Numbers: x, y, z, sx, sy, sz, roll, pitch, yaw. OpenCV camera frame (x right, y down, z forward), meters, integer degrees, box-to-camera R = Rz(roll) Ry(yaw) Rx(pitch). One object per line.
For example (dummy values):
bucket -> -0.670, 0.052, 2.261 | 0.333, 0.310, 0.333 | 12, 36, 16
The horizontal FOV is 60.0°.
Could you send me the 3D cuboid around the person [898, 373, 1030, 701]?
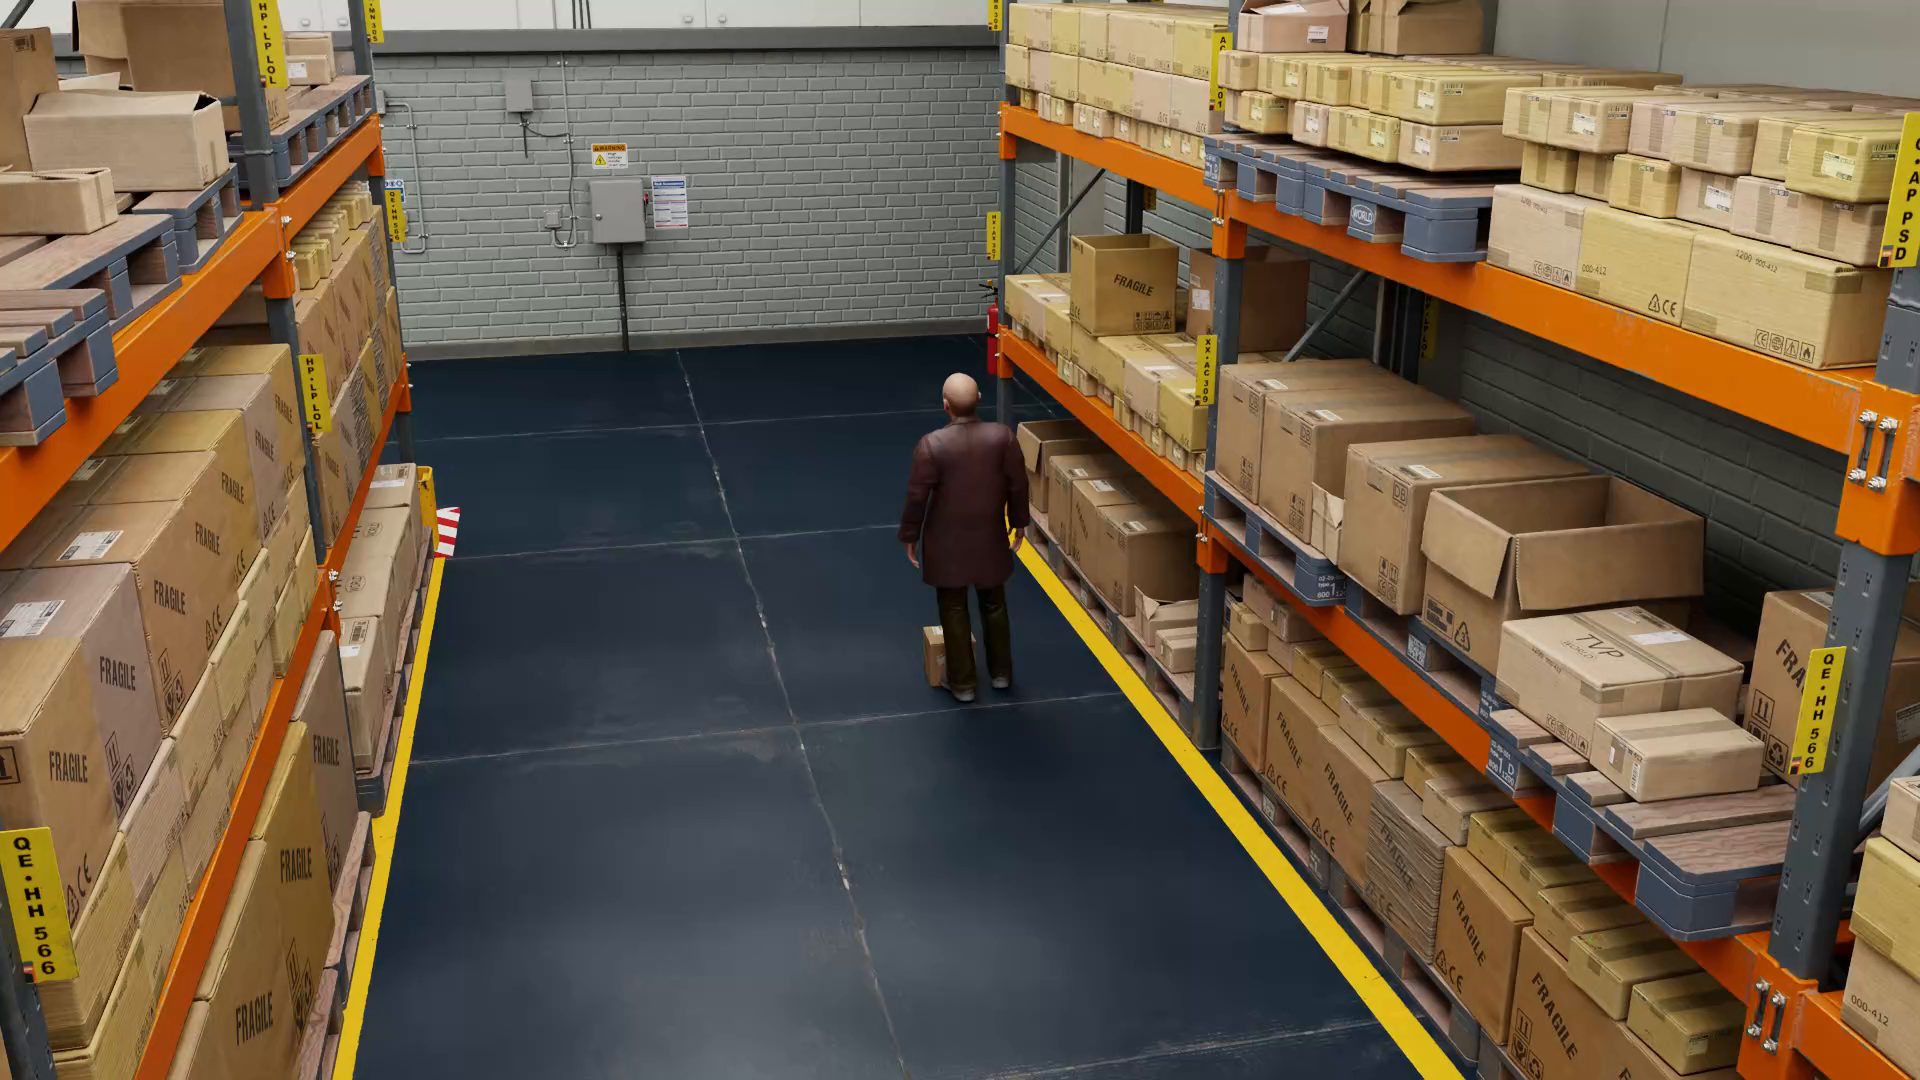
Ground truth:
person -> 0.008, -0.038, 8.674 | 0.695, 1.776, 0.581 | -4, 20, -12
